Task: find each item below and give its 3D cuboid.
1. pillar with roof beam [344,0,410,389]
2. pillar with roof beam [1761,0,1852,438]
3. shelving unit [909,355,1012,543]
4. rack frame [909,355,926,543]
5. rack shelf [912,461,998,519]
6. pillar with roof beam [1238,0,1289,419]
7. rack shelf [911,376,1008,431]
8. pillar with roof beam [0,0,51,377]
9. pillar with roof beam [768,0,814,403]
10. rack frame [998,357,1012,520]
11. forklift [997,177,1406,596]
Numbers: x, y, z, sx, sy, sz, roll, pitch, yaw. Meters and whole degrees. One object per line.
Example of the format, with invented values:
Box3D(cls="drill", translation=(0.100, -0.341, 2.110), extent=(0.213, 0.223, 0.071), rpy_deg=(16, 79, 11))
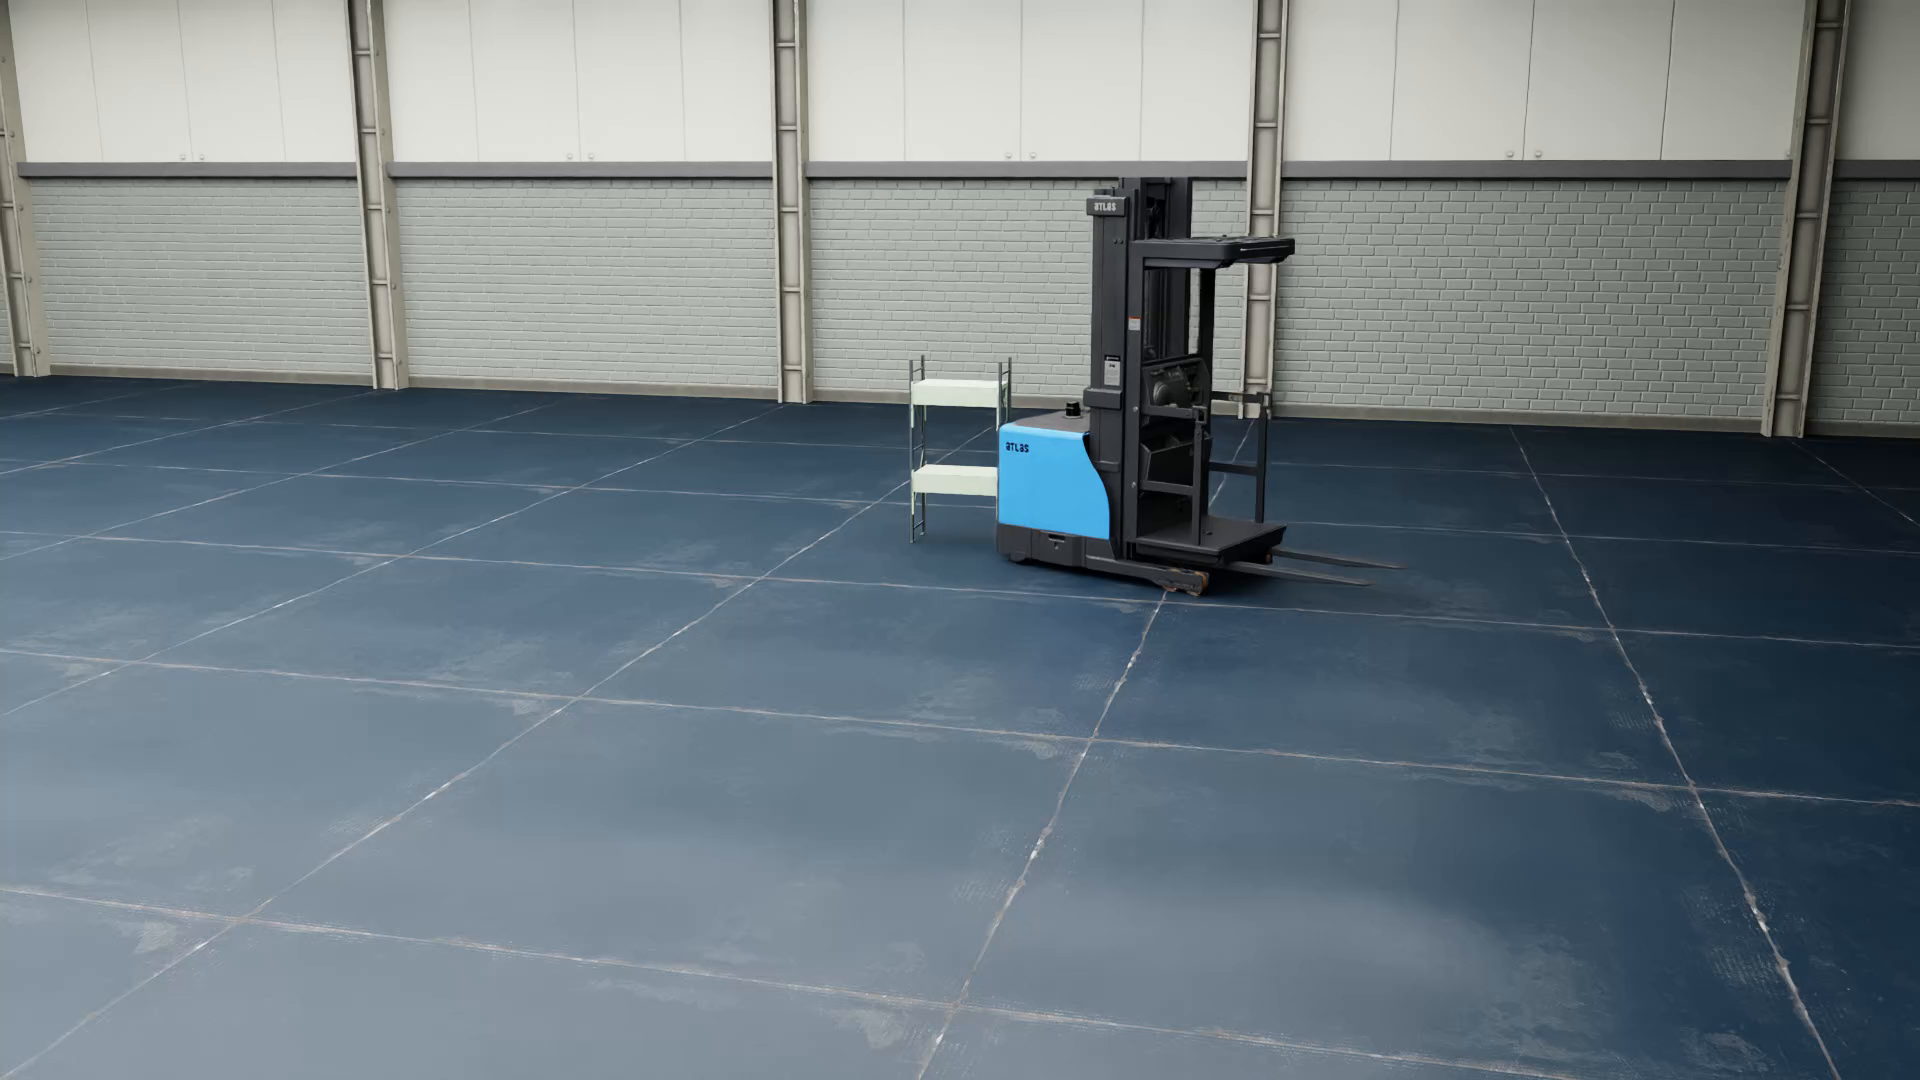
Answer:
Box3D(cls="pillar with roof beam", translation=(-9.026, -5.632, 18.344), extent=(0.400, 9.000, 9.100), rpy_deg=(3, 13, 14))
Box3D(cls="pillar with roof beam", translation=(8.450, -4.698, 14.133), extent=(0.400, 9.000, 9.100), rpy_deg=(3, 13, 14))
Box3D(cls="shelving unit", translation=(0.006, -0.732, 13.570), extent=(0.755, 1.500, 0.431), rpy_deg=(3, 13, 14))
Box3D(cls="rack frame", translation=(-0.349, -0.751, 13.655), extent=(0.023, 1.500, 0.400), rpy_deg=(3, 13, 14))
Box3D(cls="rack shelf", translation=(0.006, -0.414, 13.640), extent=(0.720, 0.370, 0.431), rpy_deg=(3, 13, 14))
Box3D(cls="pillar with roof beam", translation=(2.625, -5.009, 15.537), extent=(0.400, 9.000, 9.100), rpy_deg=(3, 13, 14))
Box3D(cls="rack shelf", translation=(0.006, -1.113, 13.485), extent=(0.720, 0.370, 0.431), rpy_deg=(3, 13, 14))
Box3D(cls="pillar with roof beam", translation=(-14.851, -5.944, 19.747), extent=(0.400, 9.000, 9.100), rpy_deg=(3, 13, 14))
Box3D(cls="pillar with roof beam", translation=(-3.200, -5.321, 16.940), extent=(0.400, 9.000, 9.100), rpy_deg=(3, 13, 14))
Box3D(cls="rack frame", translation=(0.362, -0.713, 13.484), extent=(0.023, 1.500, 0.400), rpy_deg=(3, 13, 14))
Box3D(cls="forklift", translation=(1.772, -1.162, 12.203), extent=(3.031, 2.935, 1.130), rpy_deg=(9, 16, 36))
